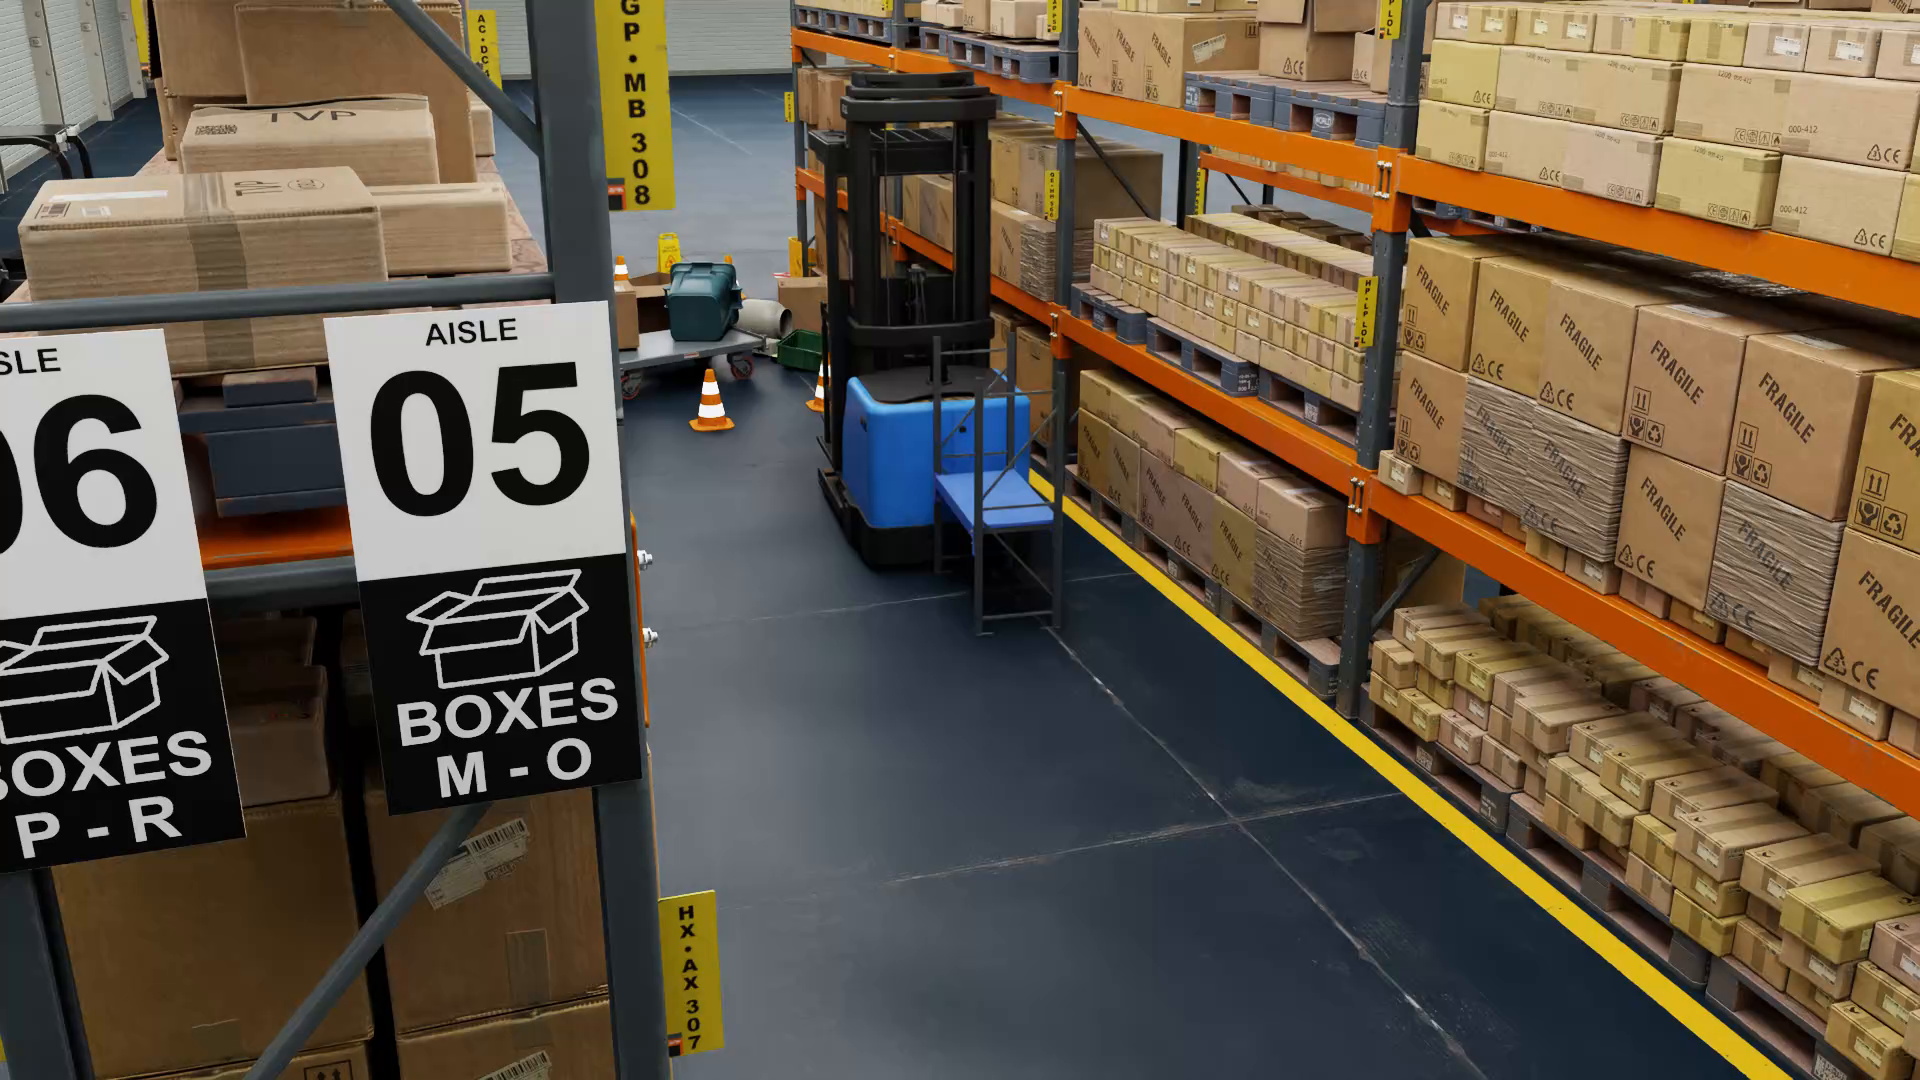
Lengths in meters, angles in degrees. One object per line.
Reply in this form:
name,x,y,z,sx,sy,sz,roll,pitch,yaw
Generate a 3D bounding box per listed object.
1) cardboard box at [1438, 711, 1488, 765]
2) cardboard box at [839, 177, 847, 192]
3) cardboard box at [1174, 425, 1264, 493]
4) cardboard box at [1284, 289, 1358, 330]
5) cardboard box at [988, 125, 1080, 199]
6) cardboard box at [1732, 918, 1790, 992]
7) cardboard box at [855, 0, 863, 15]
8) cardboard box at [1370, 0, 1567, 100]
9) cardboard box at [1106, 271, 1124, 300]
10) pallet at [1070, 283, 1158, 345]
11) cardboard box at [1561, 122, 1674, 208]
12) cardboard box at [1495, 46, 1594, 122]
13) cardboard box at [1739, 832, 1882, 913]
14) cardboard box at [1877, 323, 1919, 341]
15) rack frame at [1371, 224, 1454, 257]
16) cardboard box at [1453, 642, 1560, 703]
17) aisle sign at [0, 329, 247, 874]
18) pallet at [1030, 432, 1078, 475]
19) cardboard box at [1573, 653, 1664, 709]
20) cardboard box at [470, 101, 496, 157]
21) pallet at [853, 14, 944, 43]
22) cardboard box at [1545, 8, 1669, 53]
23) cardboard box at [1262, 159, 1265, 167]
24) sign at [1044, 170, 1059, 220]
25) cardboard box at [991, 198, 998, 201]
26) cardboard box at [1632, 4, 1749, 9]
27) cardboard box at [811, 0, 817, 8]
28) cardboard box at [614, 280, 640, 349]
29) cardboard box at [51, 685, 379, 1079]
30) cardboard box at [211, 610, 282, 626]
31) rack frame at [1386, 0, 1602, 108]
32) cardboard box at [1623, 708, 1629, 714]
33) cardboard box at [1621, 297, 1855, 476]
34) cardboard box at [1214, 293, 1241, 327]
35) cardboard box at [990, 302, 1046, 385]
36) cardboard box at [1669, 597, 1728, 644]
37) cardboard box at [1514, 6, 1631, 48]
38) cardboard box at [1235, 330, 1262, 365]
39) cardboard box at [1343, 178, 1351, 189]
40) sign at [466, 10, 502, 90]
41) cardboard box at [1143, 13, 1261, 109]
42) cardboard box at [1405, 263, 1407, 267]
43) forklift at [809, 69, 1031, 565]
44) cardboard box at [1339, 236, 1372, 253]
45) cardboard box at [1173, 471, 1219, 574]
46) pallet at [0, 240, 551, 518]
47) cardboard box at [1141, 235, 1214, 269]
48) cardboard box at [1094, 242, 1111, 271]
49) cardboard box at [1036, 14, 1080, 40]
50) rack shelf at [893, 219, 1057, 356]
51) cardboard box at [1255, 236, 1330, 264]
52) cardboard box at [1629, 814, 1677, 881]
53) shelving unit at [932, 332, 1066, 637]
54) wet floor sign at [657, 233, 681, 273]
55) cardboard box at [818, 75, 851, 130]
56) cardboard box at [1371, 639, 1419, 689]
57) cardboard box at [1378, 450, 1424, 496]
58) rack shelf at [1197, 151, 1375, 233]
cardboard box,2.427,0.884,7.615,0.380,0.149,0.250,-6,21,-17
cardboard box,-0.749,-3.845,16.963,0.875,0.550,0.500,-6,21,-17
cardboard box,1.604,-0.492,9.816,0.500,0.250,0.500,-7,21,-20
cardboard box,1.930,-1.208,8.712,0.380,0.149,0.250,-7,21,-19
cardboard box,0.533,-3.008,13.227,0.700,0.500,0.500,-7,21,-18
cardboard box,3.032,1.466,5.993,0.380,0.149,0.250,-6,21,-17
cardboard box,-0.768,-5.005,15.579,0.380,0.149,0.250,-6,21,-17
cardboard box,2.392,-2.361,7.845,0.700,0.500,0.500,-6,21,-17
cardboard box,1.182,-1.683,10.915,0.380,0.149,0.250,-5,20,-15
pallet,1.474,-1.547,11.070,1.213,0.211,1.003,-6,21,-17
cardboard box,2.613,-1.407,6.180,0.500,0.250,0.500,-5,20,-15
cardboard box,2.482,-1.807,6.555,0.500,0.250,0.500,-6,21,-17
cardboard box,3.009,1.187,5.889,0.380,0.149,0.250,-7,21,-19
cardboard box,3.468,-0.448,5.659,0.500,0.500,0.500,-7,21,-18
rack frame,4.632,-3.633,16.594,1.000,3.000,0.127,-6,21,-17
cardboard box,2.475,0.596,7.535,0.380,0.149,0.250,-7,21,-18
aisle sign,-1.275,0.103,2.345,0.394,0.787,0.004,-6,21,-17
pallet,0.973,-0.803,12.841,1.003,0.211,1.213,-6,21,-17
cardboard box,2.976,0.628,7.447,0.380,0.149,0.250,-6,21,-15
cardboard box,-1.673,-1.295,5.250,0.380,0.149,0.250,-6,21,-16
pallet,-0.355,-4.772,15.459,1.003,0.211,1.213,-6,21,-17
cardboard box,2.493,-1.962,6.398,0.380,0.149,0.250,-7,21,-19
cardboard box,3.638,-4.281,18.770,0.380,0.149,0.250,-6,21,-17
sign,0.623,-2.340,11.280,0.100,0.325,0.005,-6,21,-17
cardboard box,0.275,-2.502,13.298,0.500,0.500,0.500,-6,21,-16
cardboard box,2.974,-2.106,6.798,0.380,0.149,0.250,-6,21,-17
cardboard box,-1.323,-5.573,17.159,0.380,0.149,0.250,-6,21,-17
cardboard box,-3.095,-1.959,14.510,0.500,0.500,0.500,-6,21,-17
cardboard box,-1.381,0.624,3.115,0.500,0.500,0.500,-6,21,-15
cardboard box,-1.570,0.201,3.332,0.380,0.149,0.250,-7,21,-18
rack frame,2.406,-3.395,7.055,1.000,3.000,0.127,-6,21,-17
cardboard box,3.089,0.841,7.295,0.380,0.149,0.250,-6,21,-16
cardboard box,2.783,-0.563,5.981,0.500,0.500,0.500,-7,21,-19
cardboard box,1.676,-1.320,9.464,0.380,0.149,0.250,-6,21,-17
cardboard box,0.765,-1.479,13.303,1.050,0.750,0.750,-6,21,-16
cardboard box,2.873,0.250,6.155,0.380,0.149,0.250,-6,21,-16
cardboard box,2.454,-2.051,6.644,0.380,0.149,0.250,-7,21,-18
cardboard box,1.764,-1.090,9.263,0.380,0.149,0.250,-7,21,-20
cardboard box,4.195,-3.720,17.208,0.380,0.149,0.250,-6,21,-17
sign,-1.735,-1.764,6.072,0.100,0.325,0.005,-6,21,-17
cardboard box,1.402,-2.782,9.640,0.500,0.500,0.500,-6,21,-17
cardboard box,4.805,-2.464,16.387,0.700,0.500,0.500,-8,21,-21
forklift,-0.394,-1.688,11.280,1.130,2.935,3.031,-5,20,-13
cardboard box,4.357,-2.970,17.824,0.500,0.500,0.500,0,20,0
cardboard box,1.617,-0.133,9.925,0.500,0.500,0.500,-7,21,-18
pallet,-1.247,-0.336,3.108,1.003,0.211,1.213,-6,21,-17
cardboard box,1.353,-1.795,10.347,0.380,0.149,0.250,-7,21,-19
cardboard box,1.111,-1.898,11.073,0.380,0.149,0.250,-5,20,-15
cardboard box,0.752,-3.570,11.557,0.380,0.166,0.250,-6,21,-17
rack shelf,0.521,-2.158,13.551,1.077,0.370,4.000,-6,21,-17
cardboard box,2.055,-1.777,10.298,0.380,0.149,0.250,-6,21,-17
cardboard box,2.824,1.162,6.400,0.380,0.149,0.250,-5,20,-14
shelving unit,0.205,-0.349,9.670,0.538,1.500,1.048,-5,20,-13
wet floor sign,-3.254,-3.113,18.629,0.267,0.644,0.232,-10,22,-27
cardboard box,-0.978,-4.517,17.235,0.875,0.550,0.550,-6,21,-17
cardboard box,2.217,0.583,8.011,0.380,0.149,0.250,-5,20,-15
cardboard box,2.185,-0.327,7.762,0.380,0.149,0.250,-6,21,-15
rack shelf,4.004,-3.936,18.502,1.077,0.370,4.000,-6,21,-17
